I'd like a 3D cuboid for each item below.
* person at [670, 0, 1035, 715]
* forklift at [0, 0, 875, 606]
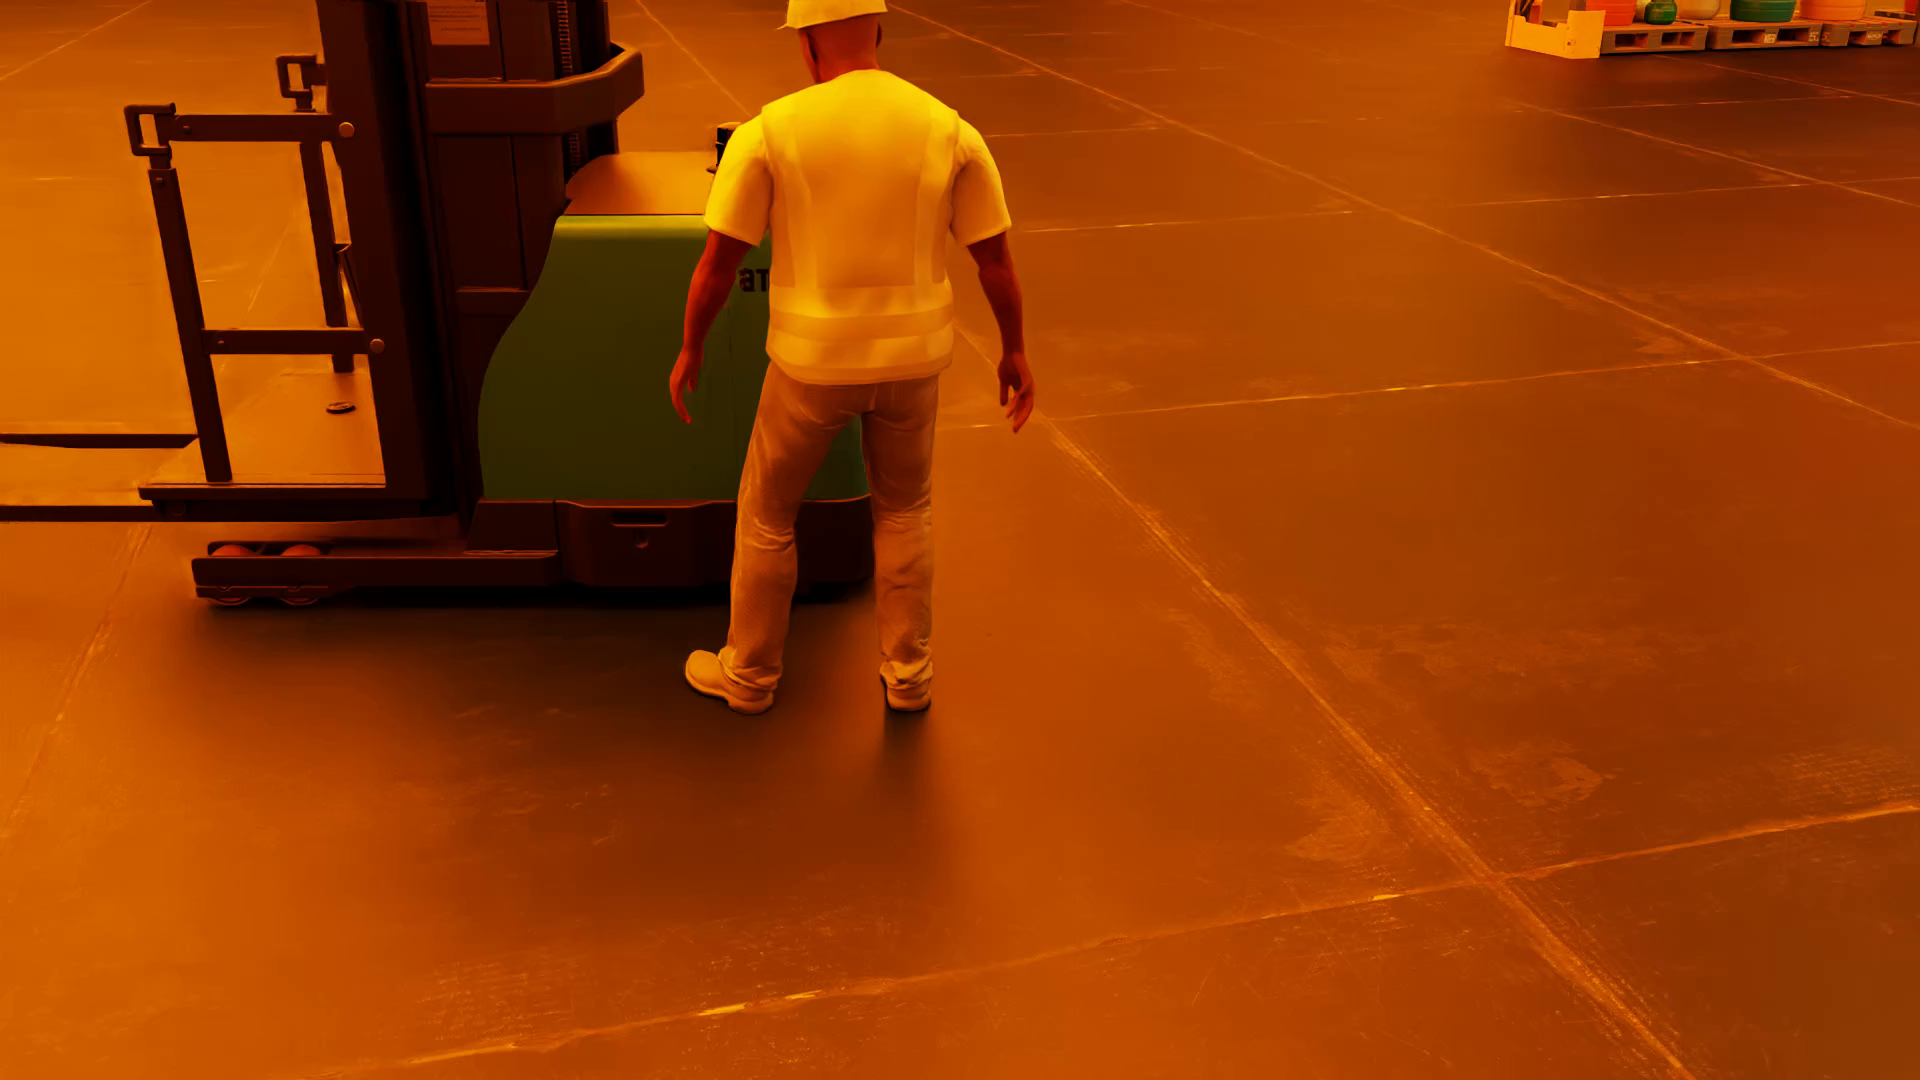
[{"bbox_3d":[-0.260,-0.441,3.872,0.839,1.737,0.427,-6,24,-14],"label":"person"},{"bbox_3d":[-1.743,-1.373,4.535,3.031,2.935,1.130,0,23,0],"label":"forklift"}]
